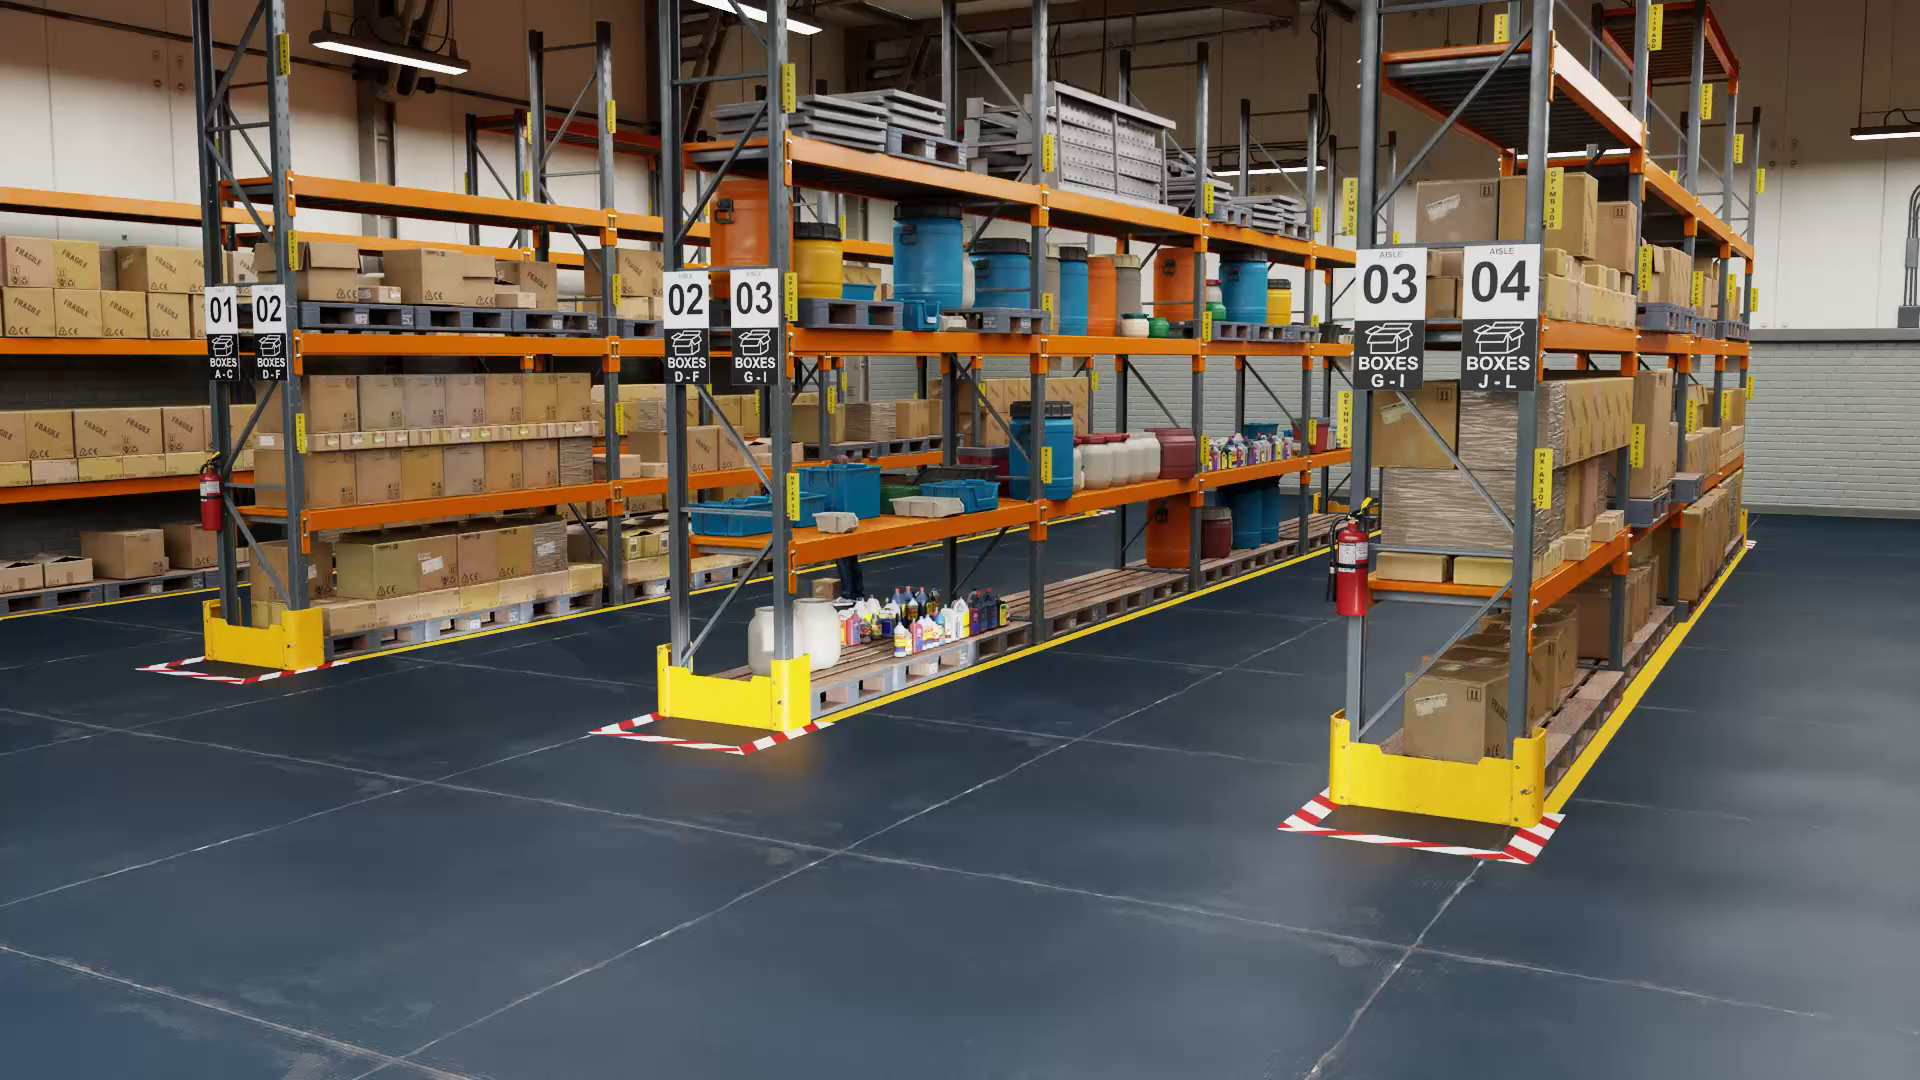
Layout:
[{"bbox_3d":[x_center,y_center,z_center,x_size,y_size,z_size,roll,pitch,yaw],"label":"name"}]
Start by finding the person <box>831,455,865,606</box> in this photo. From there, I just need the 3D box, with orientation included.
[{"bbox_3d":[-1.181,-0.104,17.535,0.346,1.592,0.484,3,7,25],"label":"person"}]
